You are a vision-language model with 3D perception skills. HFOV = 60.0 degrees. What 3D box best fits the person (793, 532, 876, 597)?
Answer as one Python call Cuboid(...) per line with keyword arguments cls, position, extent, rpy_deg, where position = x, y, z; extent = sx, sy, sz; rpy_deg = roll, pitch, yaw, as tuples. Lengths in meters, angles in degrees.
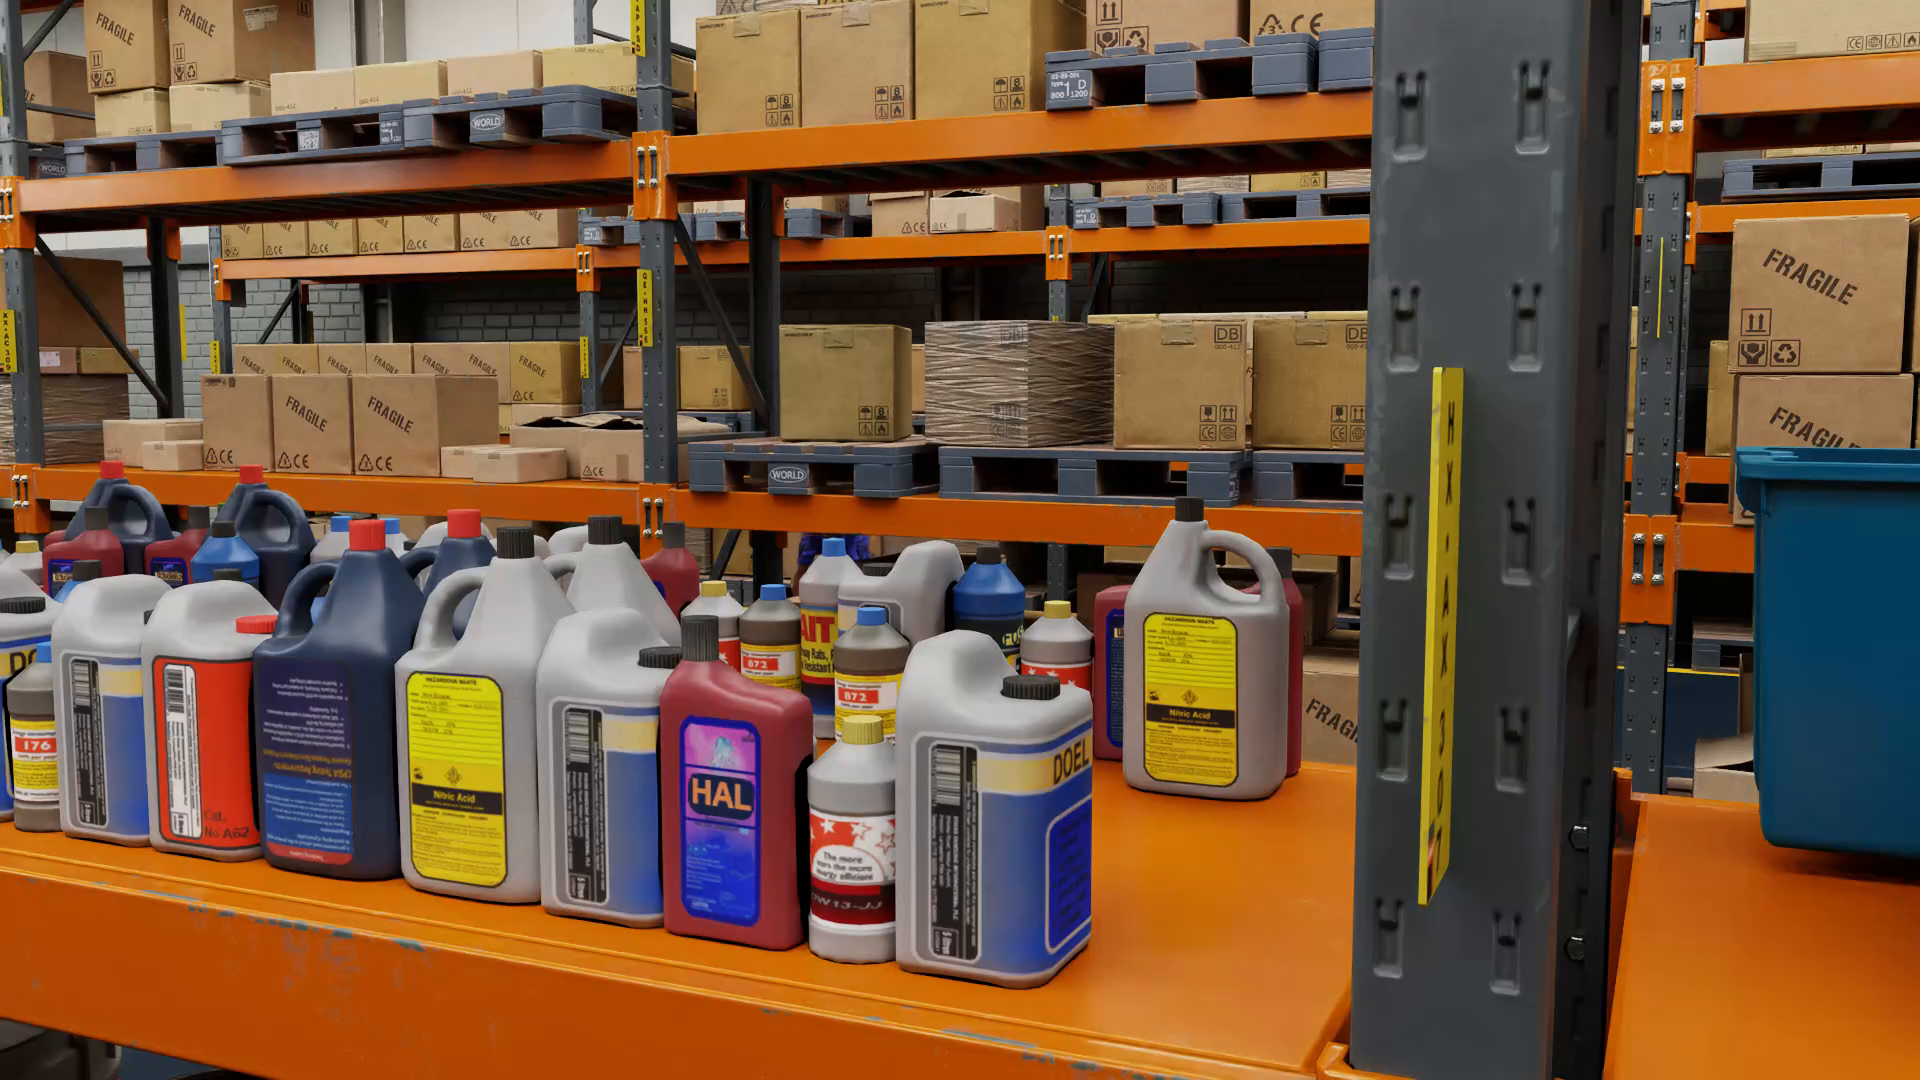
Cuboid(cls="person", position=(-0.736, 0.255, 10.364), extent=(0.491, 1.045, 0.764), rpy_deg=(2, 6, 23))
